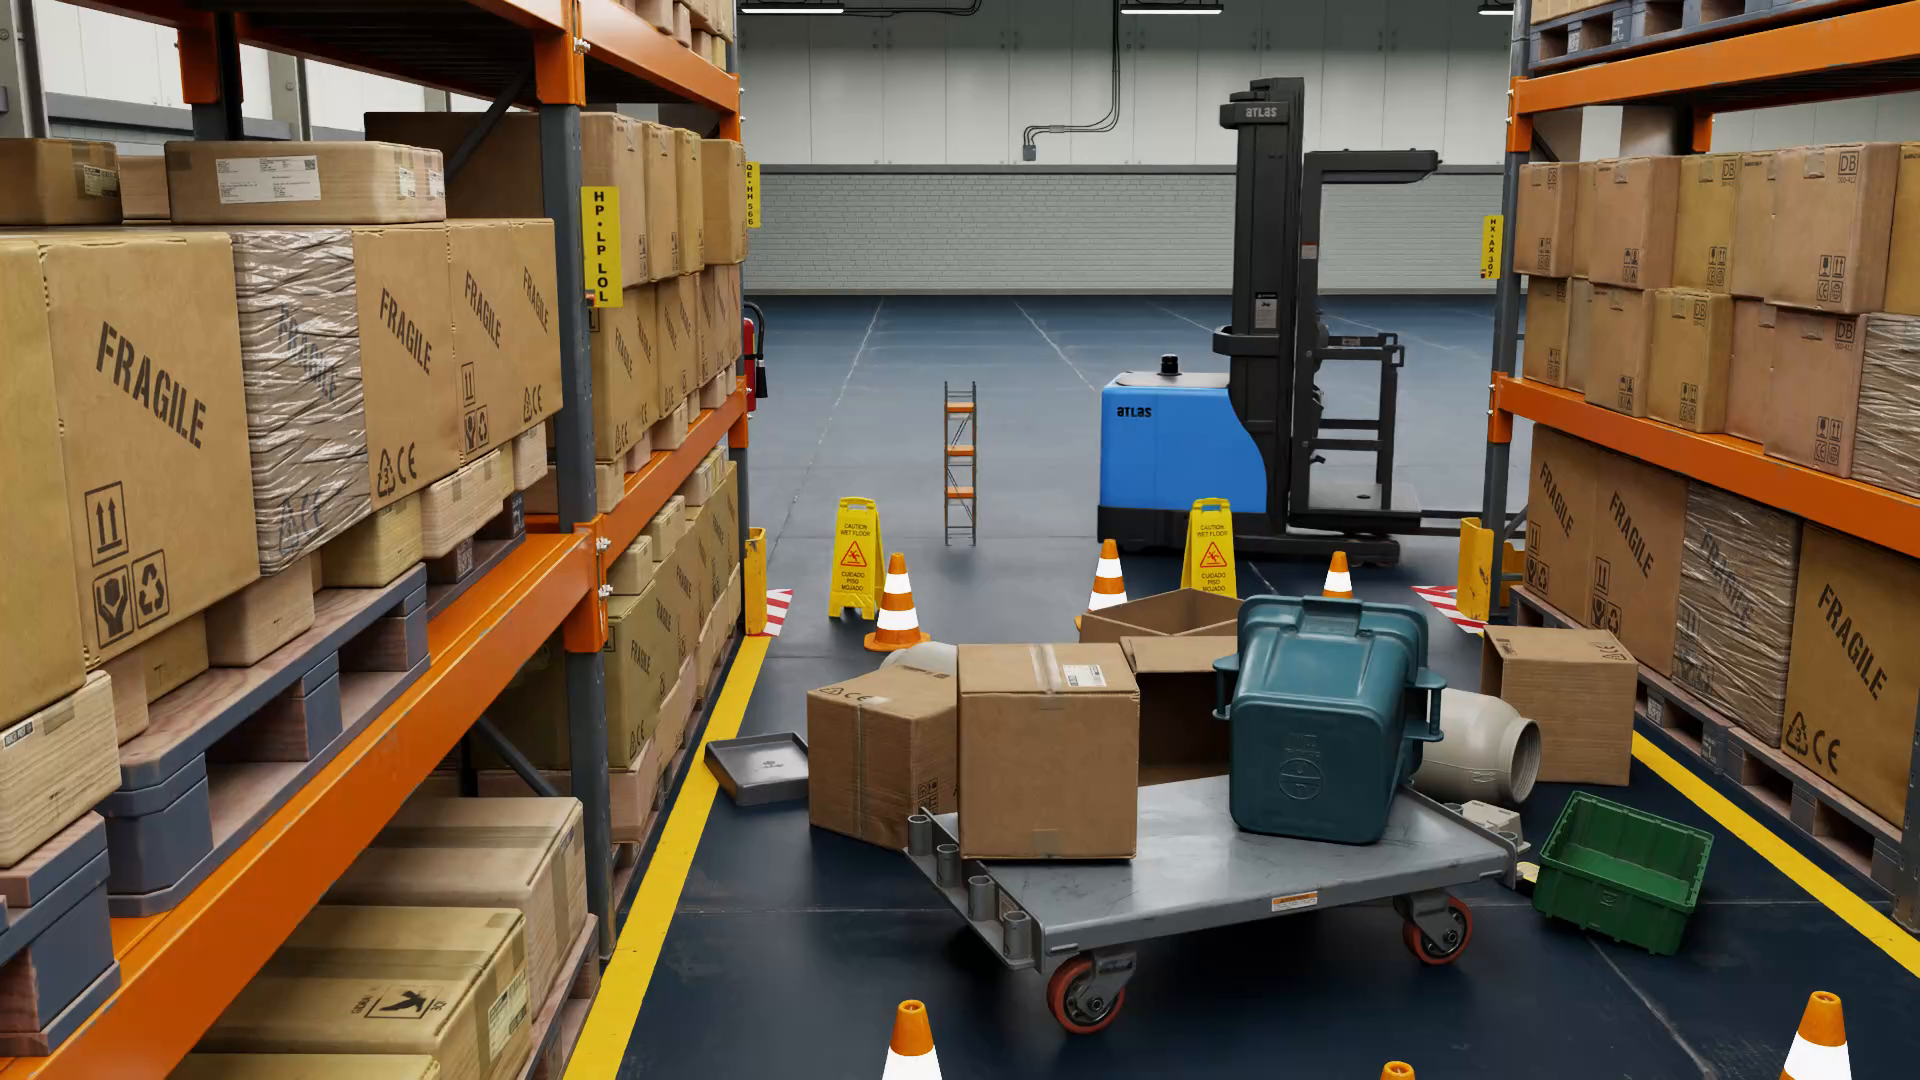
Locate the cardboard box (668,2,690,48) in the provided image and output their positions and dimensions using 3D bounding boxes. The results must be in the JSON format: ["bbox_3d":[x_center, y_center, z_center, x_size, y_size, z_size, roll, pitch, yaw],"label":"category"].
[{"bbox_3d":[-1.254,-1.998,6.451,0.380,0.149,0.250,0,11,-2],"label":"cardboard box"}]

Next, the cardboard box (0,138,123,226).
[{"bbox_3d":[-1.753,-0.639,2.977,0.380,0.149,0.250,0,11,2],"label":"cardboard box"}]

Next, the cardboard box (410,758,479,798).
[{"bbox_3d":[-1.816,0.794,5.458,0.500,0.250,0.500,0,11,1],"label":"cardboard box"}]

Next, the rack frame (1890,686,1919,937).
[{"bbox_3d":[3.412,-0.271,4.852,1.000,3.000,0.127,0,11,-1],"label":"rack frame"}]

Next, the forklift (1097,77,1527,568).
[{"bbox_3d":[2.449,-1.379,10.486,3.031,2.935,1.130,2,12,12],"label":"forklift"}]

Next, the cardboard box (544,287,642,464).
[{"bbox_3d":[-1.265,-0.514,5.050,0.500,0.500,0.500,0,11,-1],"label":"cardboard box"}]

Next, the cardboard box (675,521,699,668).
[{"bbox_3d":[-1.309,0.216,6.426,0.500,0.500,0.500,0,11,2],"label":"cardboard box"}]

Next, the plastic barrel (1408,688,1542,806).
[{"bbox_3d":[1.855,0.772,6.189,0.512,0.421,0.421,9,15,38],"label":"plastic barrel"}]

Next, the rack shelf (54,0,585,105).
[{"bbox_3d":[-1.493,-0.951,2.466,1.077,0.370,4.000,0,11,-1],"label":"rack shelf"}]

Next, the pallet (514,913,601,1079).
[{"bbox_3d":[-1.517,1.290,4.167,1.003,0.211,1.213,0,11,-1],"label":"pallet"}]

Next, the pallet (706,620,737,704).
[{"bbox_3d":[-1.634,0.517,7.978,1.003,0.211,1.213,0,11,-1],"label":"pallet"}]

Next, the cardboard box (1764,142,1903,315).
[{"bbox_3d":[3.311,-1.056,5.629,0.875,0.550,0.550,0,11,-1],"label":"cardboard box"}]

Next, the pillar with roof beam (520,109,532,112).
[{"bbox_3d":[-3.659,-8.591,30.774,9.100,9.000,0.400,0,11,-1],"label":"pillar with roof beam"}]

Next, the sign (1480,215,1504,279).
[{"bbox_3d":[2.774,-1.528,8.672,0.100,0.325,0.005,0,11,-1],"label":"sign"}]

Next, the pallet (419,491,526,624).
[{"bbox_3d":[-1.664,0.016,3.920,1.003,0.211,1.213,0,11,-1],"label":"pallet"}]

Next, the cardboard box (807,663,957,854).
[{"bbox_3d":[-0.197,0.774,5.979,0.500,0.500,0.500,9,15,38],"label":"cardboard box"}]

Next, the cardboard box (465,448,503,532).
[{"bbox_3d":[-1.219,-0.109,3.627,0.380,0.149,0.250,0,11,-2],"label":"cardboard box"}]

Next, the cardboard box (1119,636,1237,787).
[{"bbox_3d":[0.978,0.656,6.221,0.797,0.637,0.503,0,11,-1],"label":"cardboard box"}]

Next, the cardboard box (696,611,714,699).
[{"bbox_3d":[-1.313,0.482,6.997,0.500,0.250,0.500,-1,11,-3],"label":"cardboard box"}]

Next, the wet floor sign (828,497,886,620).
[{"bbox_3d":[-0.552,0.086,9.014,0.267,0.644,0.232,4,12,18],"label":"wet floor sign"}]

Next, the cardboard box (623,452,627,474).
[{"bbox_3d":[-1.314,-0.274,5.499,0.380,0.149,0.250,0,11,-1],"label":"cardboard box"}]

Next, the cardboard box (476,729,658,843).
[{"bbox_3d":[-1.277,0.792,5.468,0.500,0.250,0.500,-1,11,-4],"label":"cardboard box"}]

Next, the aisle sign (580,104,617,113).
[{"bbox_3d":[-1.929,-2.311,8.368,0.394,0.787,0.004,0,11,-1],"label":"aisle sign"}]

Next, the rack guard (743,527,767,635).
[{"bbox_3d":[-1.616,0.214,8.746,1.175,0.500,0.348,0,11,-1],"label":"rack guard"}]

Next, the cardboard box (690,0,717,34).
[{"bbox_3d":[-1.342,-2.368,7.270,0.500,0.250,0.500,0,11,-2],"label":"cardboard box"}]

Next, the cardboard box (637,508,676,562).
[{"bbox_3d":[-1.232,-0.020,5.956,0.380,0.149,0.250,0,11,1],"label":"cardboard box"}]

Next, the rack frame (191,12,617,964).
[{"bbox_3d":[-1.535,-0.231,4.653,1.000,3.000,0.127,0,11,-1],"label":"rack frame"}]

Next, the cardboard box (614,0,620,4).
[{"bbox_3d":[-1.327,-1.792,5.434,0.380,0.149,0.250,0,11,1],"label":"cardboard box"}]

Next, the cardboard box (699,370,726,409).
[{"bbox_3d":[-1.260,-0.677,7.486,0.380,0.149,0.250,0,11,0],"label":"cardboard box"}]

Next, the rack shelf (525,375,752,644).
[{"bbox_3d":[-1.576,-0.276,6.684,1.077,0.370,4.000,0,11,-1],"label":"rack shelf"}]

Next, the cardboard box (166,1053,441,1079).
[{"bbox_3d":[-1.487,1.236,2.973,0.950,0.372,0.625,0,11,1],"label":"cardboard box"}]

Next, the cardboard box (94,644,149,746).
[{"bbox_3d":[-1.273,0.203,2.090,0.380,0.149,0.250,0,11,2],"label":"cardboard box"}]

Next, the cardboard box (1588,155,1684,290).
[{"bbox_3d":[3.278,-1.374,7.196,0.875,0.550,0.550,0,11,-1],"label":"cardboard box"}]

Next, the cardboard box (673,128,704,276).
[{"bbox_3d":[-1.299,-1.206,5.943,0.700,0.500,0.500,0,11,-2],"label":"cardboard box"}]

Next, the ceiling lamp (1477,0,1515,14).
[{"bbox_3d":[11.189,-11.938,32.588,2.000,3.185,0.800,0,11,-1],"label":"ceiling lamp"}]

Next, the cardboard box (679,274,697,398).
[{"bbox_3d":[-1.327,-0.814,6.528,0.500,0.500,0.500,0,11,0],"label":"cardboard box"}]

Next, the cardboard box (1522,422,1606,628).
[{"bbox_3d":[3.409,-0.096,8.278,0.875,0.875,0.875,0,11,-1],"label":"cardboard box"}]

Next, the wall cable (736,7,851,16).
[{"bbox_3d":[-4.121,-11.322,39.340,3.097,2.526,0.112,0,11,-1],"label":"wall cable"}]

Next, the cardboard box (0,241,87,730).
[{"bbox_3d":[-1.248,-0.030,1.608,0.500,0.500,0.500,0,11,2],"label":"cardboard box"}]

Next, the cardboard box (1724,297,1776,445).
[{"bbox_3d":[3.465,-0.635,6.268,0.875,0.550,0.550,0,11,-1],"label":"cardboard box"}]

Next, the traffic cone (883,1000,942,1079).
[{"bbox_3d":[-0.109,1.253,3.718,0.336,0.463,0.334,0,11,-1],"label":"traffic cone"}]

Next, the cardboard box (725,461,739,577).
[{"bbox_3d":[-1.340,-0.094,7.949,0.500,0.500,0.500,0,11,-1],"label":"cardboard box"}]

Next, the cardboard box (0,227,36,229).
[{"bbox_3d":[-1.783,-0.237,2.628,0.500,0.500,0.500,-1,11,-3],"label":"cardboard box"}]

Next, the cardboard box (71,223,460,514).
[{"bbox_3d":[-1.280,-0.339,3.132,0.500,0.500,0.500,0,11,1],"label":"cardboard box"}]

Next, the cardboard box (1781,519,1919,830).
[{"bbox_3d":[3.469,0.439,5.639,0.875,0.875,0.875,0,11,0],"label":"cardboard box"}]

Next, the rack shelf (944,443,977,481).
[{"bbox_3d":[0.001,-0.494,10.904,0.215,0.259,0.240,0,11,-1],"label":"rack shelf"}]

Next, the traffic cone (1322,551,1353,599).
[{"bbox_3d":[1.921,0.288,8.474,0.336,0.463,0.334,0,11,-1],"label":"traffic cone"}]

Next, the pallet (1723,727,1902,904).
[{"bbox_3d":[3.475,0.944,5.876,1.003,0.211,1.213,0,11,-1],"label":"pallet"}]

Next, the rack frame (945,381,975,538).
[{"bbox_3d":[-0.001,-0.528,11.022,0.200,1.050,0.008,0,11,-1],"label":"rack frame"}]

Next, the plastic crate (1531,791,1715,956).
[{"bbox_3d":[2.099,1.049,5.270,0.450,0.188,0.662,17,18,26],"label":"plastic crate"}]

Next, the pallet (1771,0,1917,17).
[{"bbox_3d":[3.406,-1.861,5.365,1.003,0.211,1.213,0,11,-1],"label":"pallet"}]

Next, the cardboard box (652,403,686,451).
[{"bbox_3d":[-1.238,-0.426,6.247,0.380,0.149,0.250,0,11,-1],"label":"cardboard box"}]

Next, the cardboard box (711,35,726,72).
[{"bbox_3d":[-1.293,-2.254,7.712,0.380,0.149,0.250,0,11,-1],"label":"cardboard box"}]

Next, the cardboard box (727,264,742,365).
[{"bbox_3d":[-1.331,-1.114,8.006,0.500,0.500,0.500,0,11,-2],"label":"cardboard box"}]

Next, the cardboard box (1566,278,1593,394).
[{"bbox_3d":[3.416,-0.957,7.855,0.875,0.550,0.550,0,11,-1],"label":"cardboard box"}]

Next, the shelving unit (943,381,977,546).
[{"bbox_3d":[0.001,-0.504,10.902,0.215,1.050,0.252,0,11,-1],"label":"shelving unit"}]

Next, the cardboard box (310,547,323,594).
[{"bbox_3d":[-1.339,0.043,2.877,0.380,0.149,0.250,-1,11,-3],"label":"cardboard box"}]

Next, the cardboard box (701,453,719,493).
[{"bbox_3d":[-1.263,-0.289,7.280,0.380,0.149,0.250,0,11,0],"label":"cardboard box"}]

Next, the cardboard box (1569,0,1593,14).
[{"bbox_3d":[3.027,-2.498,7.609,0.380,0.149,0.250,0,11,-1],"label":"cardboard box"}]
